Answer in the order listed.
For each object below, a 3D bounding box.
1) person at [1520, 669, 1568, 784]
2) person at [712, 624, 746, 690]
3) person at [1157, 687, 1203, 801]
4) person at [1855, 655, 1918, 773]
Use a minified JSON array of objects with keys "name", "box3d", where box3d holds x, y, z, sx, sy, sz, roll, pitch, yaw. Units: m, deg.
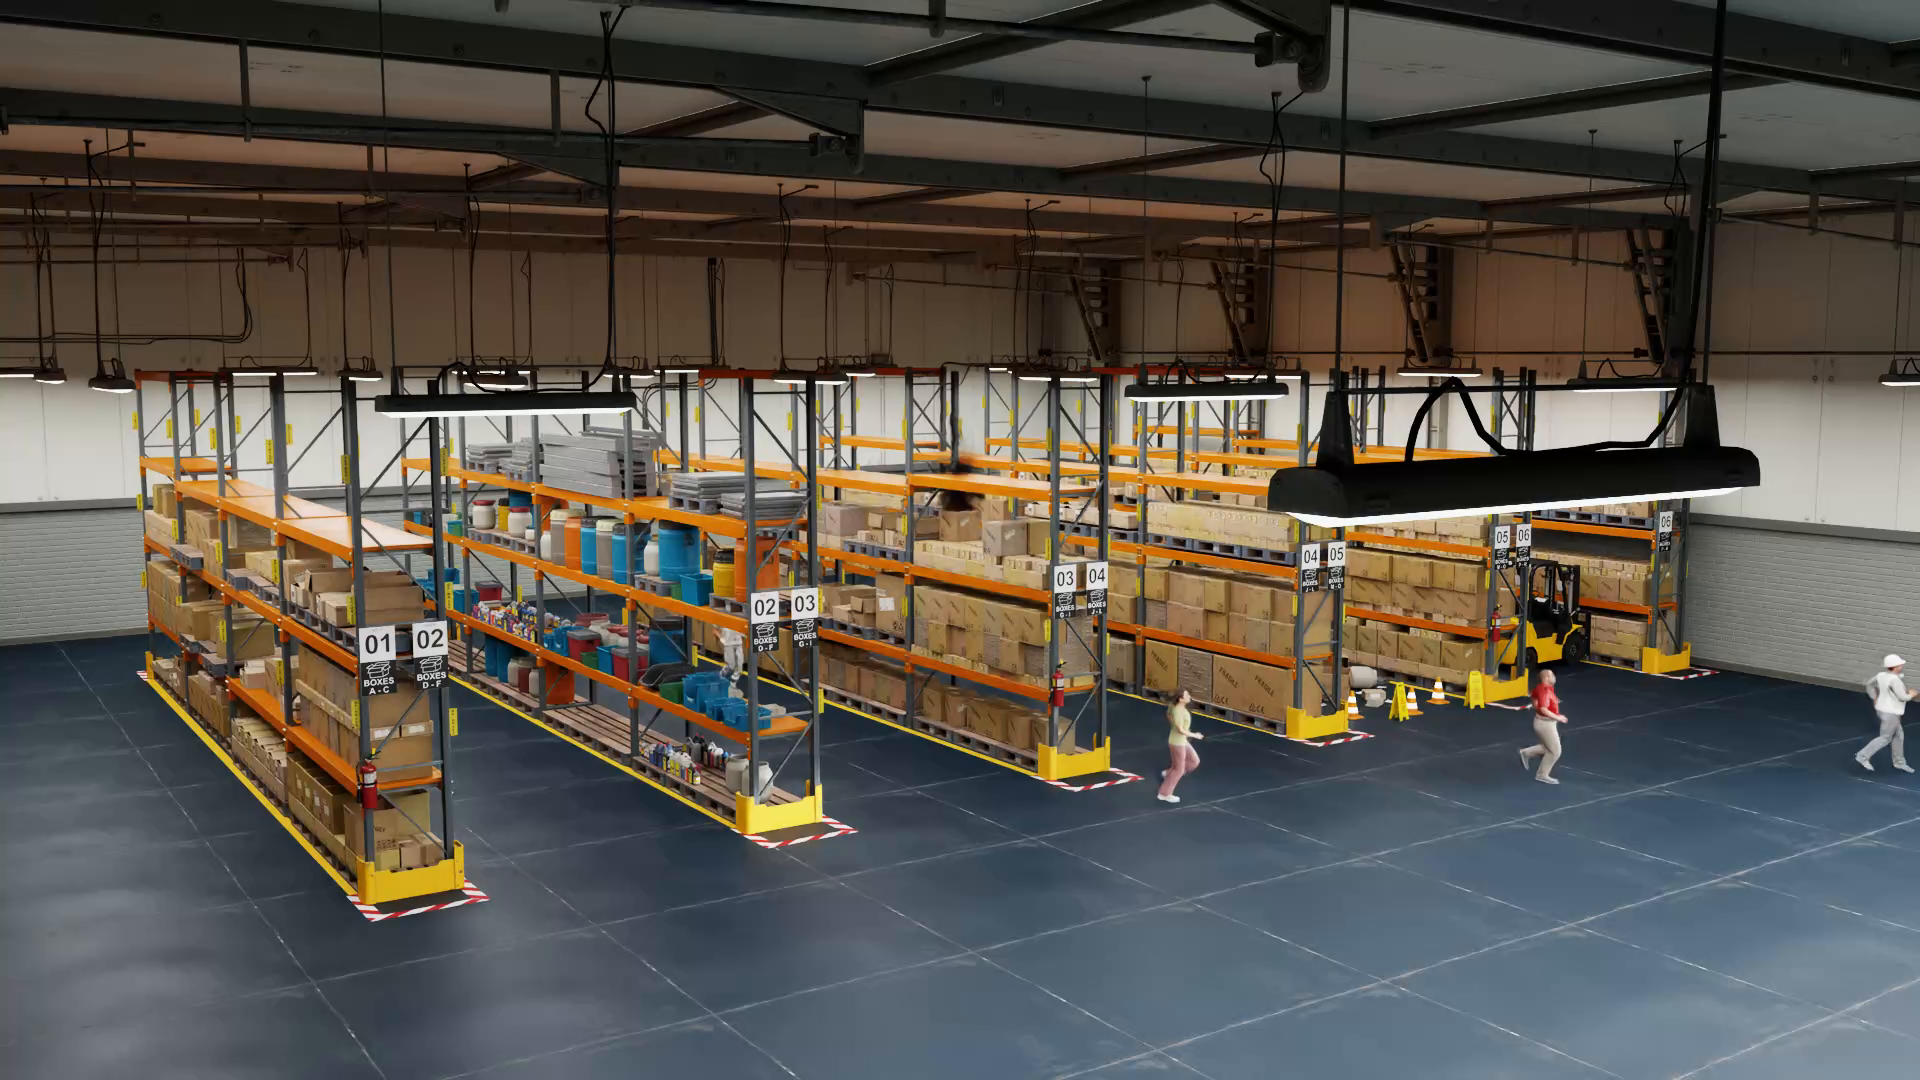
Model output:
[{"name":"person","box3d":[8.632,2.769,24.546,0.601,1.634,0.690,1,7,12]},{"name":"person","box3d":[-4.250,1.968,31.020,0.652,1.736,0.612,-5,8,-38]},{"name":"person","box3d":[3.121,2.878,23.515,0.636,1.628,0.609,1,7,10]},{"name":"person","box3d":[13.953,2.613,24.992,0.893,1.801,0.674,1,7,9]}]
